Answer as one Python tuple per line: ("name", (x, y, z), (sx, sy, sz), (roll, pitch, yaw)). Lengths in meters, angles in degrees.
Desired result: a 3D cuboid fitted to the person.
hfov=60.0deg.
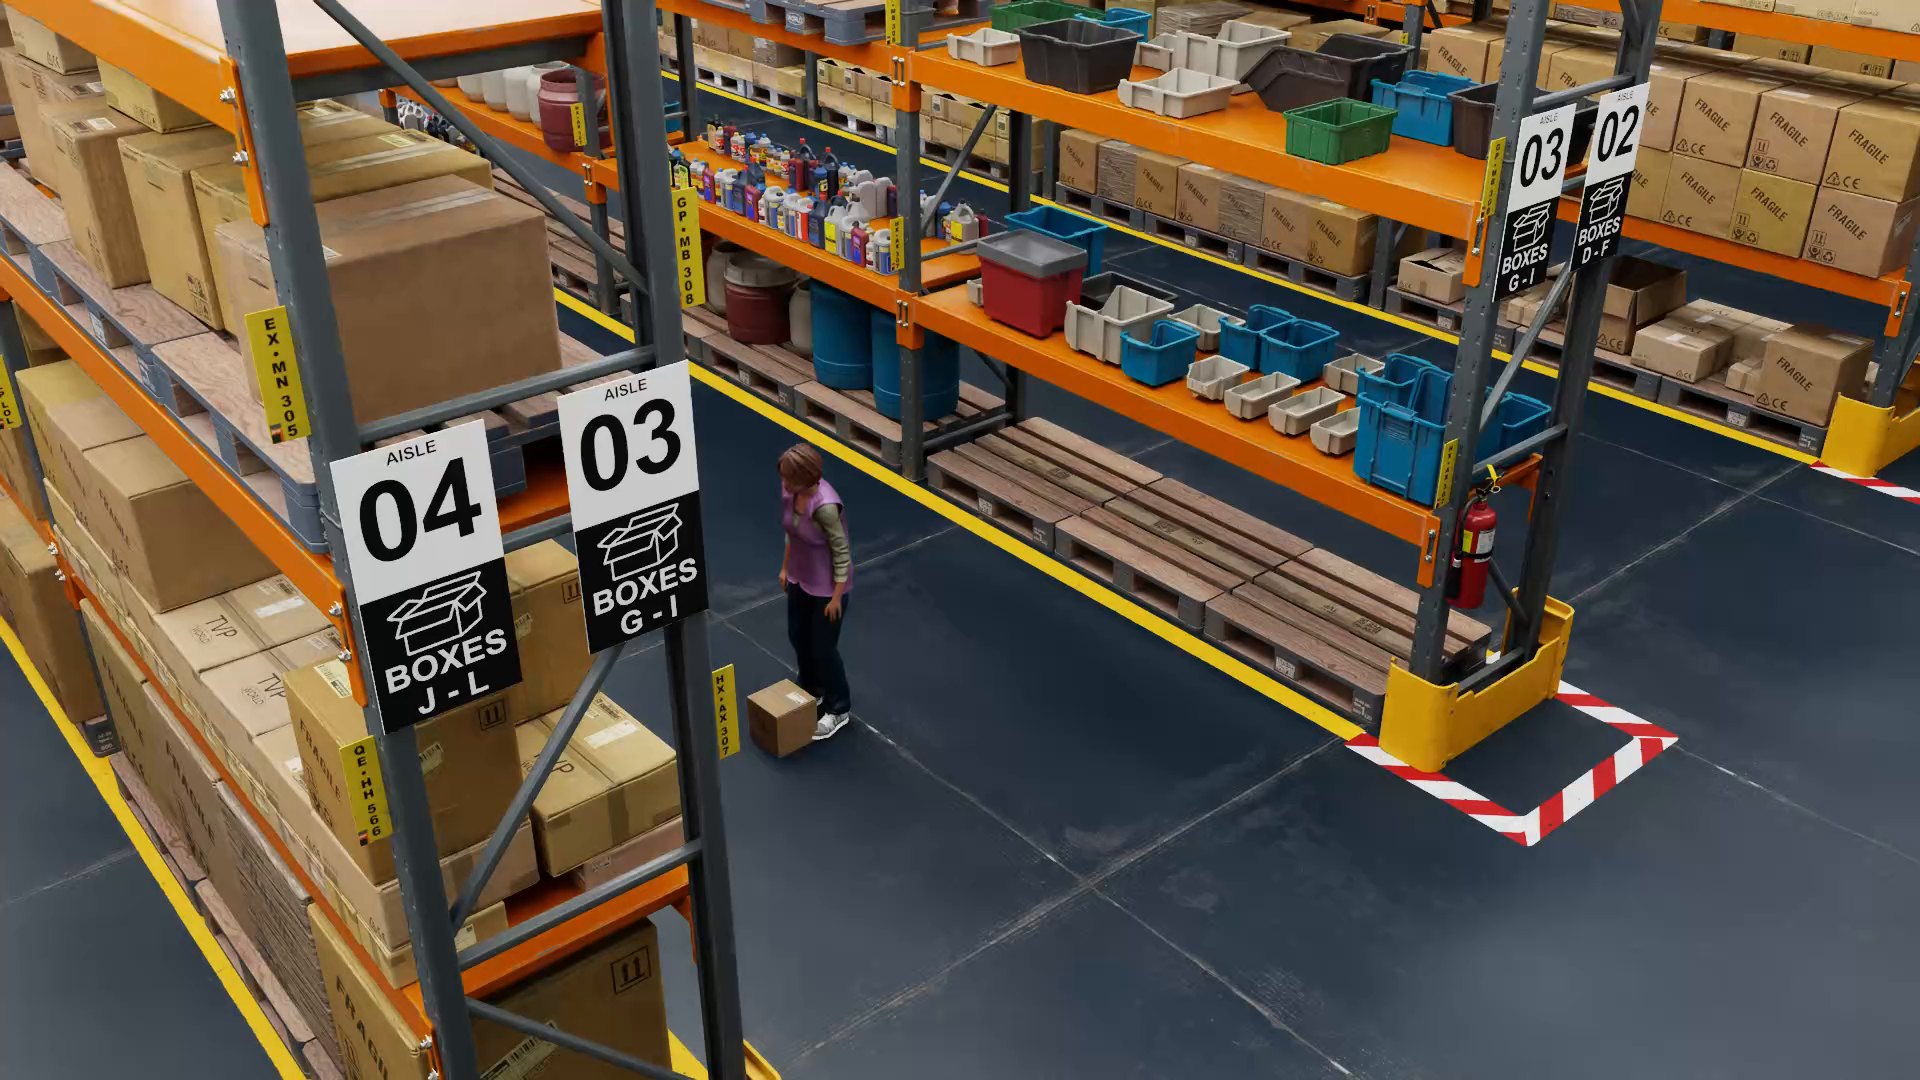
("person", (-0.718, 0.232, 8.211), (0.350, 1.591, 0.469), (-23, 36, -35))
